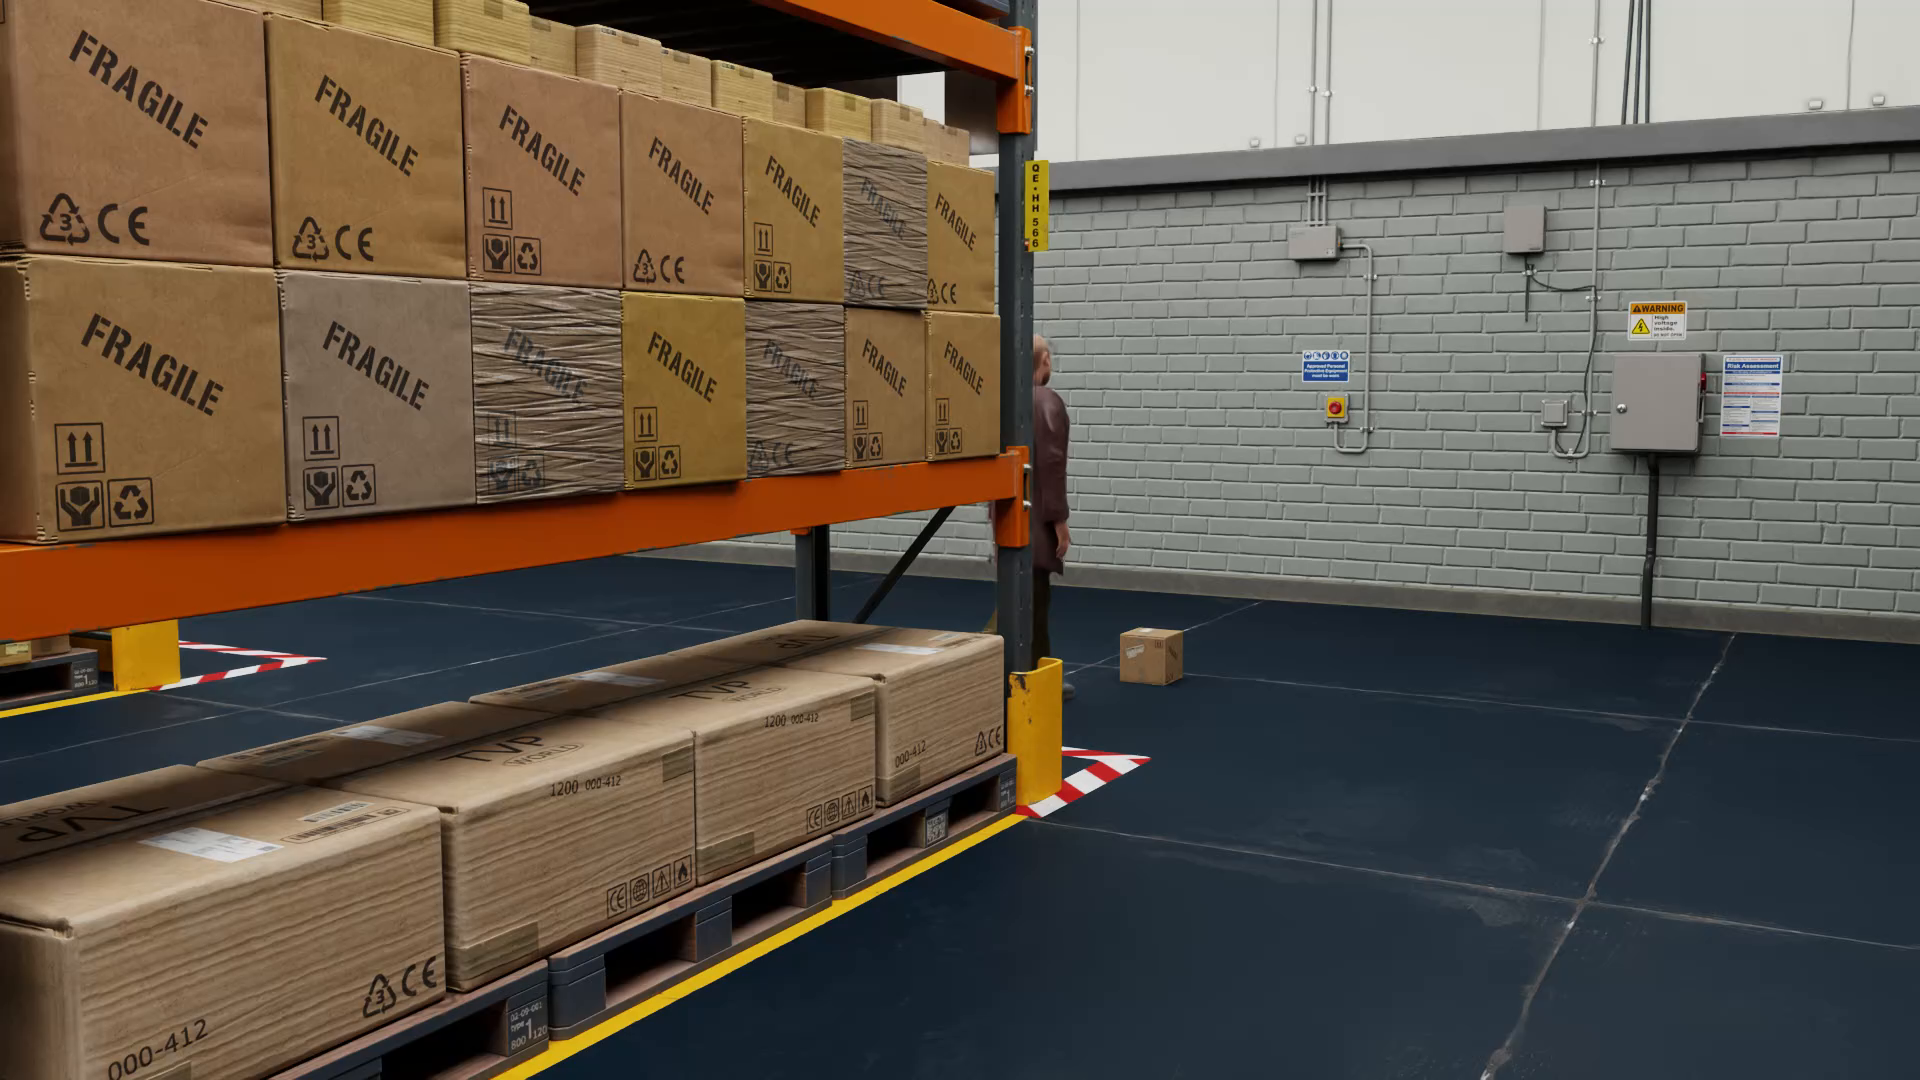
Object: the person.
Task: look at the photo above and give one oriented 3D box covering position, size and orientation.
[{"bbox_3d":[0.278,-0.082,7.818,0.761,1.776,0.613,-3,6,-25],"label":"person"}]
